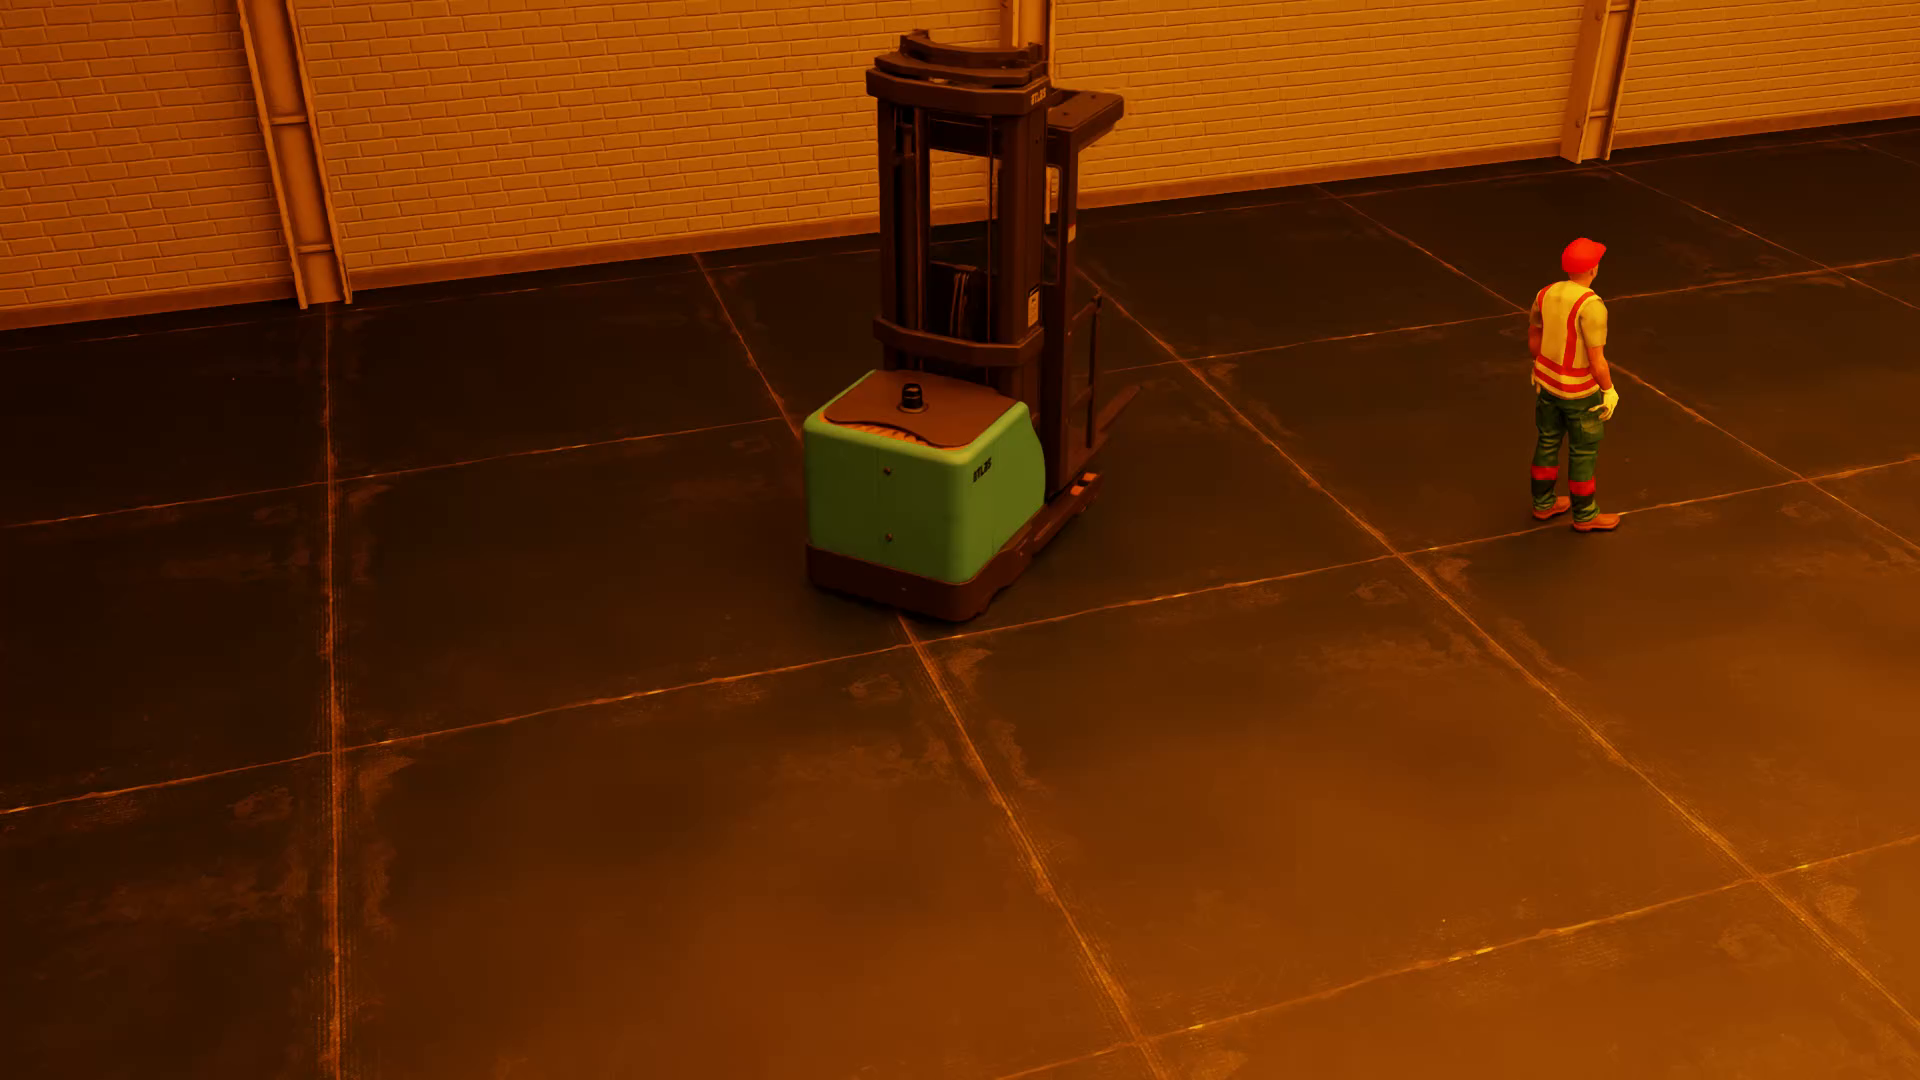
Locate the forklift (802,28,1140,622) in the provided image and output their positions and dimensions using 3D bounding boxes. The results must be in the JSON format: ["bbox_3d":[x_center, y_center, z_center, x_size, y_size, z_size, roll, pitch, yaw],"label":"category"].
[{"bbox_3d":[0.247,-1.533,9.751,1.130,2.935,3.031,14,33,23],"label":"forklift"}]

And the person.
[{"bbox_3d":[3.666,-0.933,9.840,0.564,1.787,0.638,-13,32,-21],"label":"person"}]
